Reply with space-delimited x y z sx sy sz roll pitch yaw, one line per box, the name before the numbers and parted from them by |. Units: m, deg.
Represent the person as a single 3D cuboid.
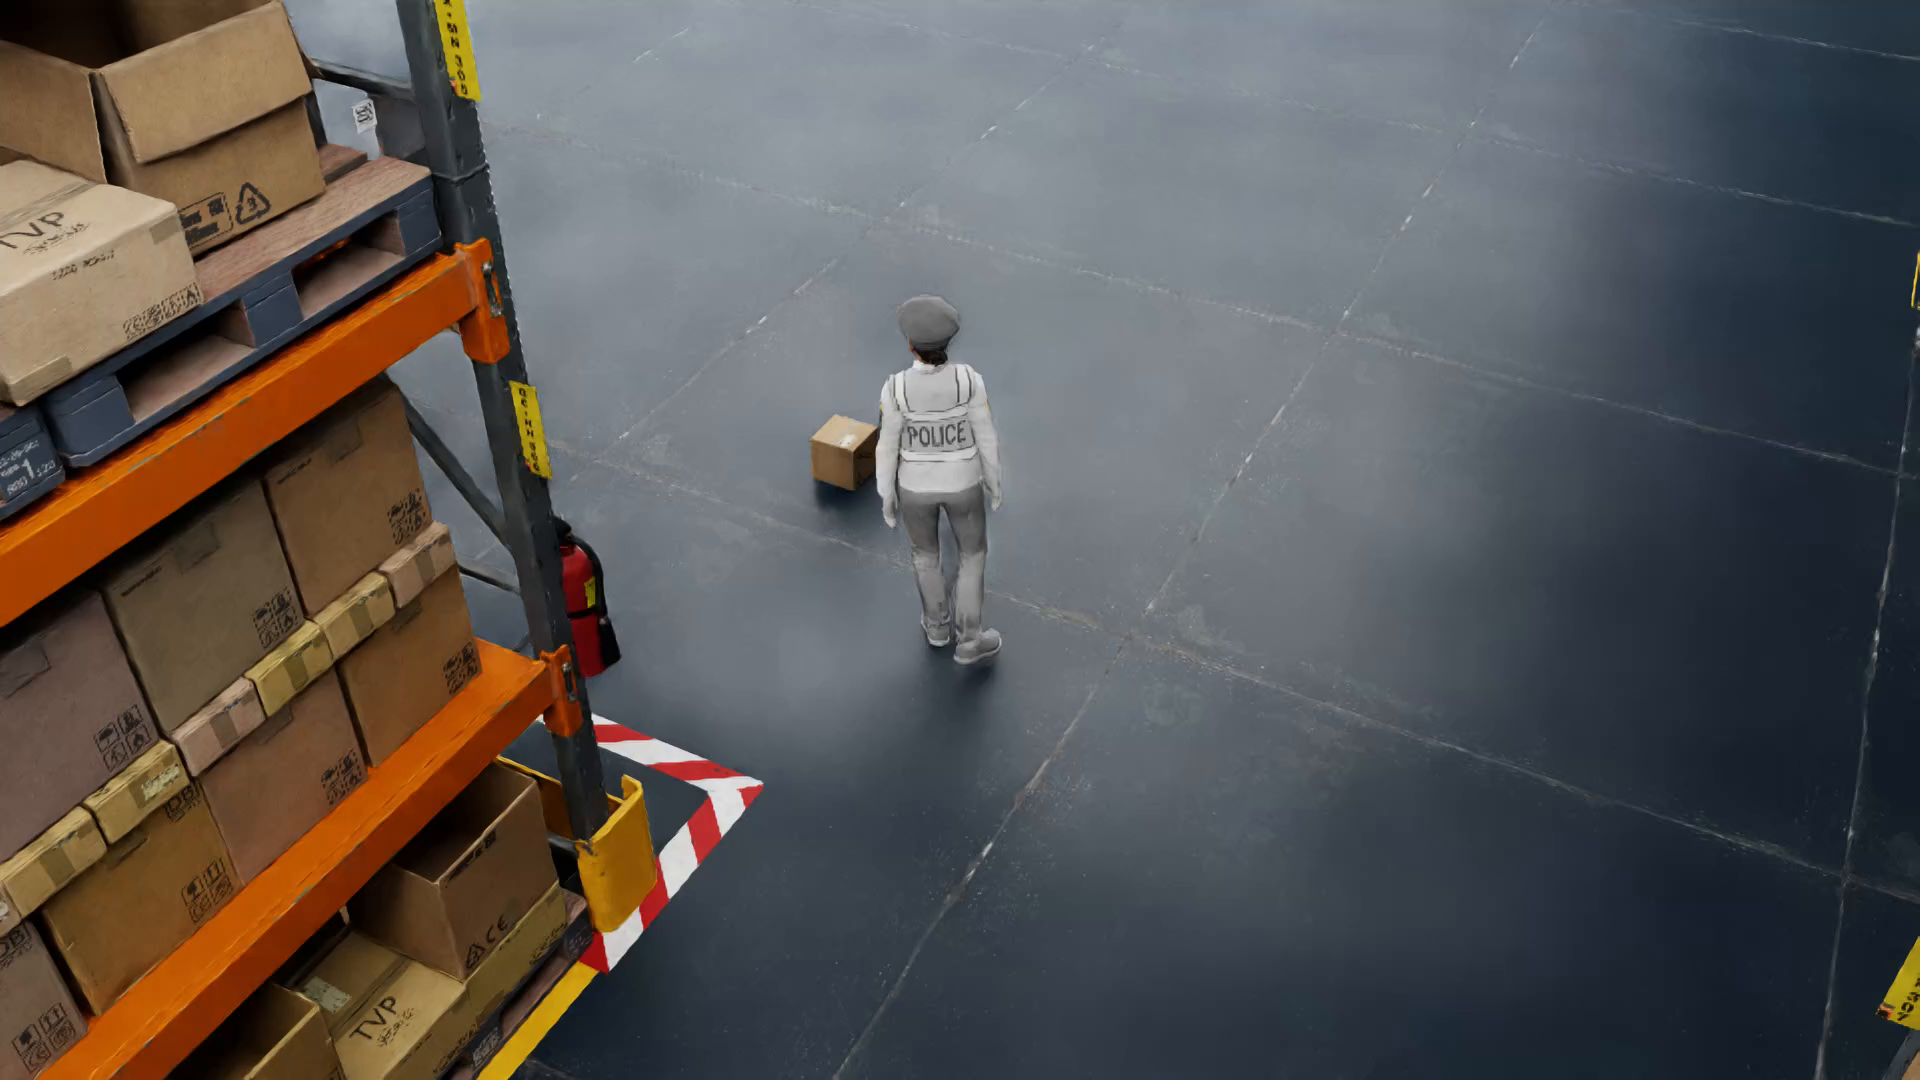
person | -0.085 -0.187 6.980 0.534 1.670 0.526 -1 38 -2
